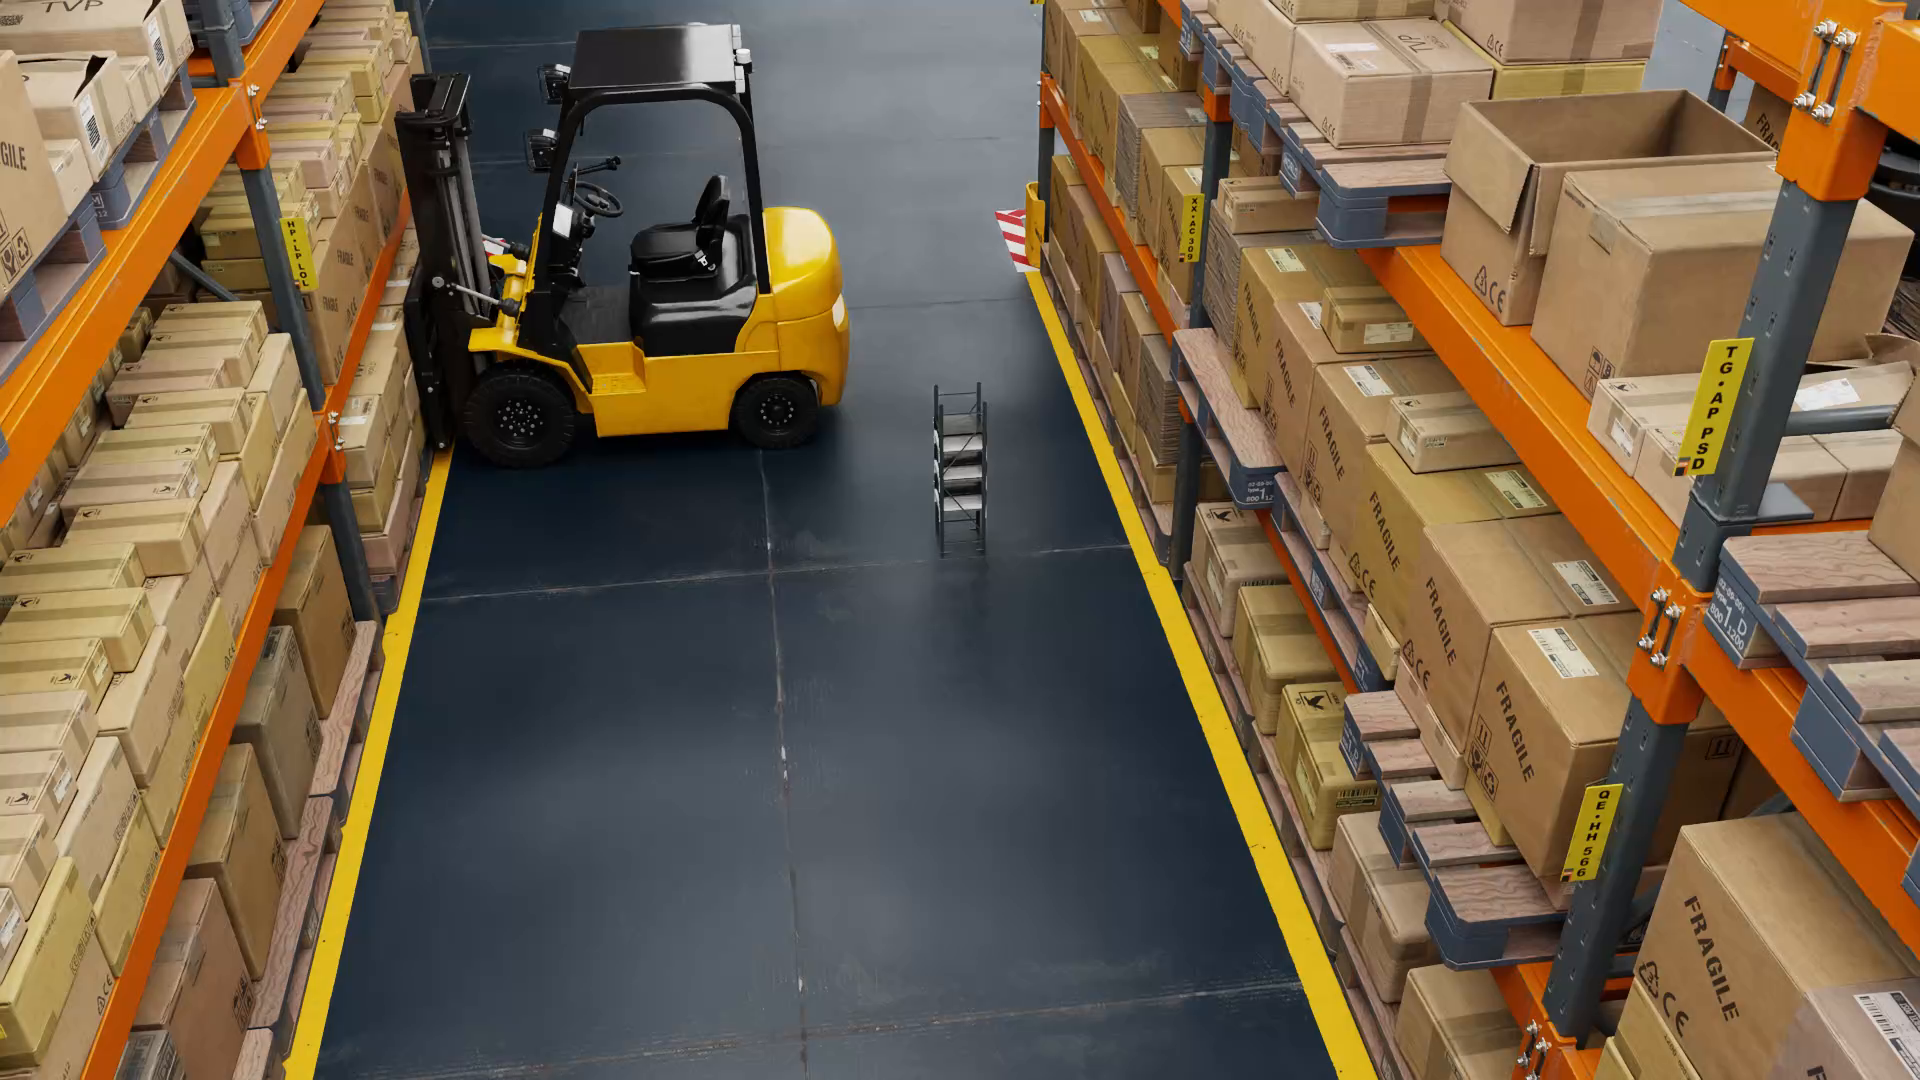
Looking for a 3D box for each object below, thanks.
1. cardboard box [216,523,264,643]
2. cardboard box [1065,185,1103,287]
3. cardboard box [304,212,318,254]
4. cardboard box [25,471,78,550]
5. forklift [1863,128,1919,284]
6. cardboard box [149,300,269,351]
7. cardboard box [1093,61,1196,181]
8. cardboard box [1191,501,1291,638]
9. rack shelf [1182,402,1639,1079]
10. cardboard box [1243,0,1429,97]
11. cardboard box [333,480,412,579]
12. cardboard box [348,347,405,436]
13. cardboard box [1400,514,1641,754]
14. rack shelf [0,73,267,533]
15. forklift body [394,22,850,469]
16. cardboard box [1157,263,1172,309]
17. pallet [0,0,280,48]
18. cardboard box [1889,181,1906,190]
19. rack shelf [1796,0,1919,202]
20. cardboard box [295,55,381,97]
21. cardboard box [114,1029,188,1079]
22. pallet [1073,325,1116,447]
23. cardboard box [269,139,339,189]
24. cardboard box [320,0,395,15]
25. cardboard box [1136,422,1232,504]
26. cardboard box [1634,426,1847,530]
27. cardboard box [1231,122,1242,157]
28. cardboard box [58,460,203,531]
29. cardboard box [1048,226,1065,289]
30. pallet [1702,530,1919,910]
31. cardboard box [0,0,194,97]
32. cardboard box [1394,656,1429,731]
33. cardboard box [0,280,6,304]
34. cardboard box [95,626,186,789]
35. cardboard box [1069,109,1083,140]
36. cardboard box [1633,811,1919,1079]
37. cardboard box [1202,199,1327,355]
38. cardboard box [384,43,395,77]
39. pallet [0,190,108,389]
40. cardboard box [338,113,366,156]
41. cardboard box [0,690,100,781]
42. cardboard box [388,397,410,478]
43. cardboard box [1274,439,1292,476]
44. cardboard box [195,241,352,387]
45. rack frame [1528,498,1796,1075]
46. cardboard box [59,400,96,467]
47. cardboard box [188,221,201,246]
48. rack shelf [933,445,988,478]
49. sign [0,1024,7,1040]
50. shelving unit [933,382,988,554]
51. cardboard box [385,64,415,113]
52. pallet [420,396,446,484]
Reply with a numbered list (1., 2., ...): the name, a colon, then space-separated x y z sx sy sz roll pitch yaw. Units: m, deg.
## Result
1. cardboard box: -2.896 0.166 6.104 0.500 0.250 0.500 -4 34 -6
2. cardboard box: 0.961 -1.898 10.403 0.500 0.500 0.500 -6 35 -8
3. cardboard box: -3.151 -1.368 7.558 0.380 0.149 0.250 -4 34 -5
4. cardboard box: -3.403 0.010 5.890 0.500 0.250 0.500 -5 35 -8
5. forklift: 3.780 -0.432 6.910 1.130 2.935 3.031 18 38 24
6. cardboard box: -3.066 -0.852 6.801 0.380 0.149 0.250 -3 34 -5
7. cardboard box: 1.056 -2.349 9.310 0.500 0.500 0.500 -5 35 -7
8. cardboard box: 1.659 0.110 8.014 0.950 0.372 0.625 -4 34 -6
9. rack shelf: 1.855 0.319 6.386 1.077 0.370 4.000 -4 35 -6
10. cardboard box: 1.336 -1.806 5.962 0.500 0.250 0.500 -5 35 -7
11. cardboard box: -3.069 -0.049 8.356 0.500 0.250 0.500 -4 34 -6
12. cardboard box: -3.145 -0.747 8.492 0.500 0.250 0.500 -4 35 -6
13. cardboard box: 1.707 0.279 5.079 0.500 0.500 0.500 -5 35 -7
14. rack shelf: -3.063 -0.543 4.987 1.077 0.370 4.000 -4 35 -6
15. forklift body: -1.807 -1.678 9.431 2.313 2.155 1.214 -4 35 -6
16. cardboard box: 1.200 -1.286 8.325 0.380 0.149 0.250 -4 34 -5
17. pallet: -3.473 -2.394 7.142 1.003 0.211 1.213 -4 35 -6
18. cardboard box: 6.216 -2.189 10.941 0.875 0.875 0.875 -5 35 -7
19. rack shelf: 2.393 0.237 1.534 1.077 0.370 4.000 -4 35 -6
20. cardboard box: -3.342 -2.492 8.944 0.380 0.149 0.250 -4 34 -5
21. cardboard box: -2.865 1.974 5.054 0.875 0.625 0.625 -3 34 -5
22. pallet: 1.293 -0.997 10.154 1.003 0.211 1.213 -4 35 -6
23. cardboard box: -3.182 -1.781 7.900 0.380 0.149 0.250 -4 34 -5
24. cardboard box: -3.613 -3.197 9.977 0.380 0.149 0.250 -4 35 -6
25. cardboard box: 1.240 -0.441 8.932 0.500 0.250 0.500 -3 34 -4
26. cardboard box: 1.873 -0.158 4.006 0.380 0.149 0.250 -4 35 -6
27. cardboard box: 1.694 -2.221 8.233 0.700 0.500 0.500 -4 34 -6
28. cardboard box: -2.865 -0.141 5.758 0.380 0.149 0.250 -4 34 -6
29. cardboard box: 0.882 -1.893 11.061 0.500 0.250 0.500 -5 35 -7
30. pallet: 2.263 0.331 3.233 1.213 0.211 1.003 -3 34 -4
31. cardboard box: -2.993 -1.749 5.735 0.500 0.311 0.500 -5 35 -8
32. cardboard box: 1.635 0.480 5.360 0.380 0.149 0.250 -6 35 -9
33. cardboard box: -2.817 -0.677 3.994 0.700 0.500 0.500 -5 35 -7
34. cardboard box: -2.731 0.532 5.124 0.500 0.250 0.500 -5 35 -8
35. cardboard box: 0.880 -2.579 10.222 0.380 0.149 0.250 -4 34 -6
36. cardboard box: 1.948 0.977 3.805 0.500 0.500 0.500 -5 35 -8
37. cardboard box: 1.365 -1.149 7.175 0.500 0.500 0.500 -4 34 -5
38. cardboard box: -3.508 -2.796 9.653 0.380 0.149 0.250 -4 34 -5
39. pallet: -3.128 -0.642 4.661 1.003 0.211 1.213 -3 34 -4
40. cardboard box: -3.303 -2.088 8.614 0.380 0.149 0.250 -5 35 -7
41. cardboard box: -2.690 0.571 4.713 0.380 0.149 0.250 -4 34 -6
42. cardboard box: -3.161 -0.535 8.624 0.500 0.250 0.500 -5 35 -7
43. cardboard box: 1.479 -0.393 6.642 0.380 0.149 0.250 -4 34 -6
44. cardboard box: -3.133 -1.025 7.631 0.500 0.500 0.500 -5 35 -8
45. rack frame: 2.124 1.138 4.546 1.000 3.000 0.127 -4 35 -6
46. cardboard box: -3.426 -0.379 6.107 0.380 0.149 0.250 -5 35 -7
47. cardboard box: -3.725 -1.471 7.709 0.380 0.149 0.250 -4 34 -5
48. rack shelf: 0.001 -0.414 8.587 0.258 0.077 0.200 -4 35 -6
49. sign: -2.258 1.023 3.755 0.100 0.325 0.005 -4 35 -6
50. shelving unit: 0.001 -0.367 8.619 0.258 0.900 0.210 -4 35 -6
51. cardboard box: -3.483 -2.445 9.714 0.500 0.500 0.500 -3 34 -5
52. pallet: -3.565 -0.694 9.709 1.003 0.211 1.213 -4 35 -6
